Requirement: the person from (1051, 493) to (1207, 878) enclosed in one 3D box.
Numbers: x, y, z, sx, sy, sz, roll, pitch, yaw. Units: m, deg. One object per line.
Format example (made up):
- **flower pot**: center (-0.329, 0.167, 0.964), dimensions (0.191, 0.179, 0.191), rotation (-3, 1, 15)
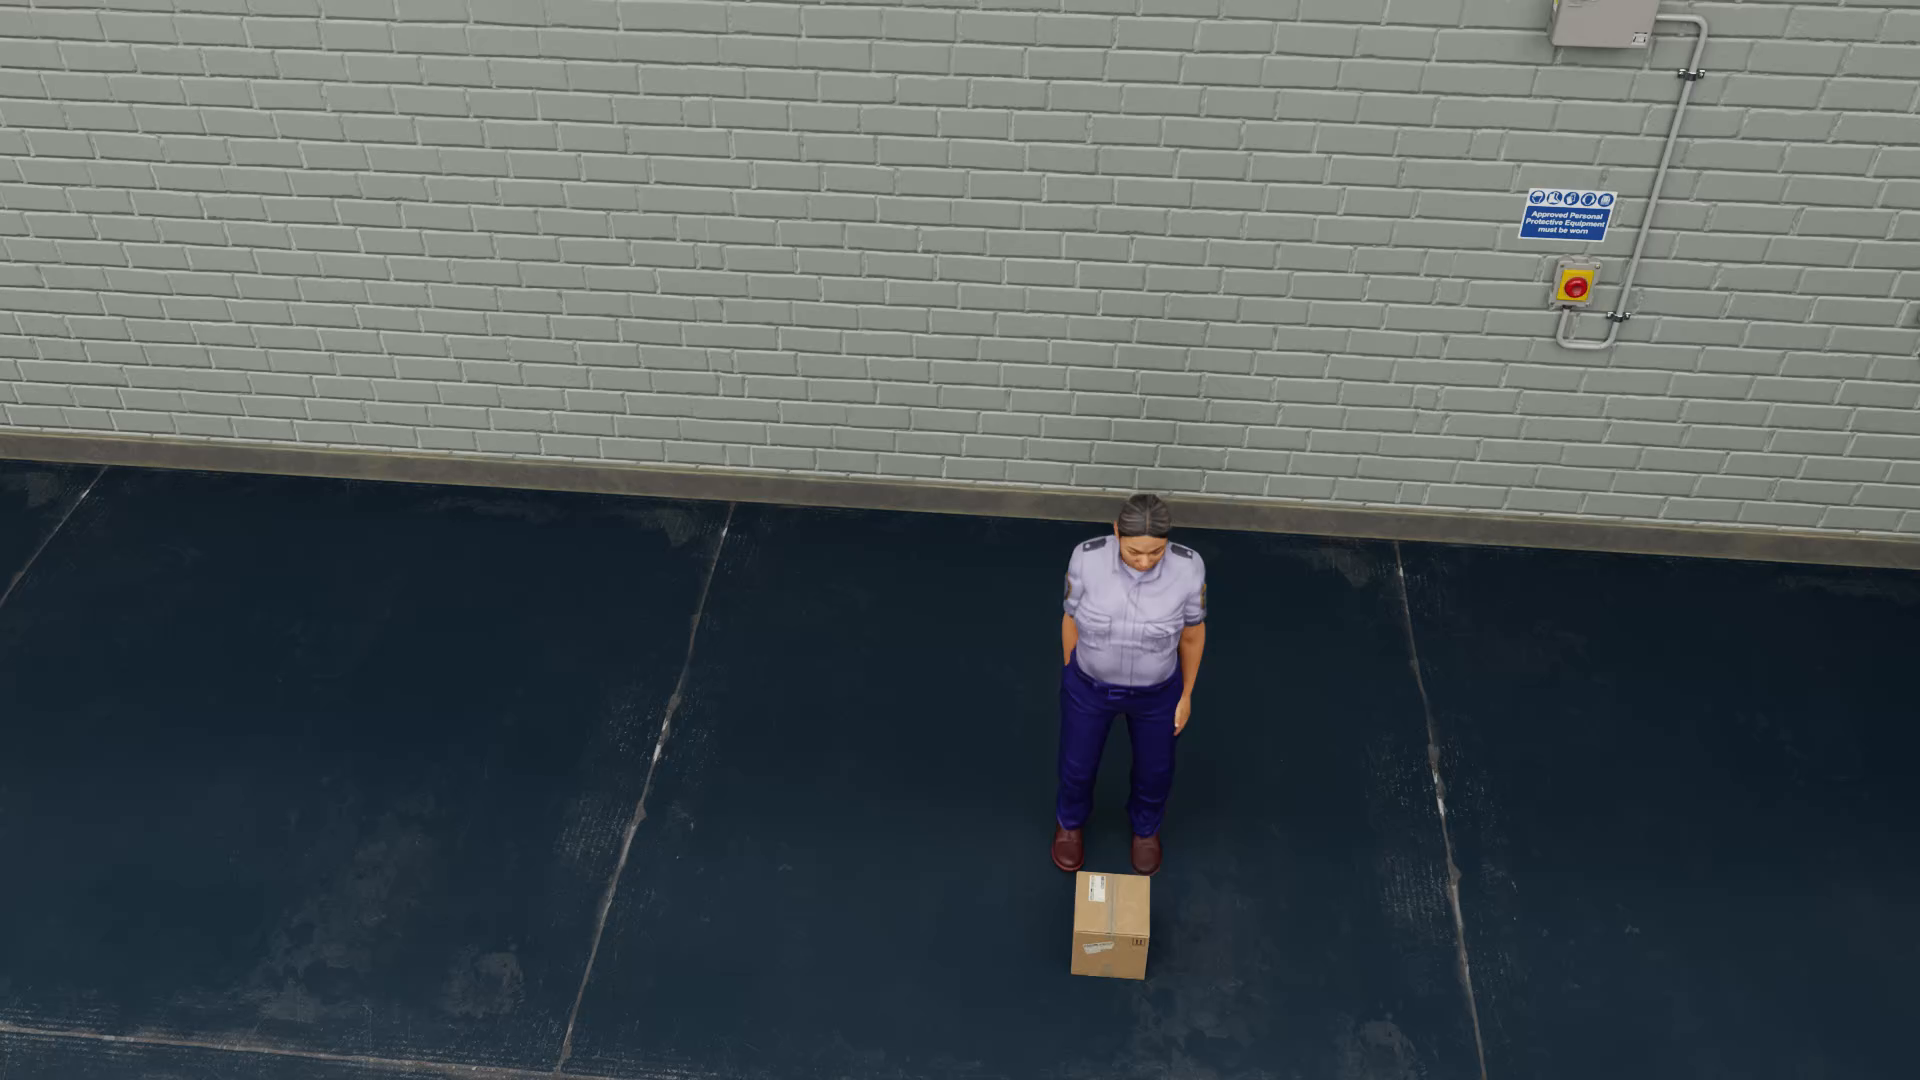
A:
- **person**: center (0.567, 0.500, 5.605), dimensions (0.473, 1.634, 0.340), rotation (4, 40, 5)
